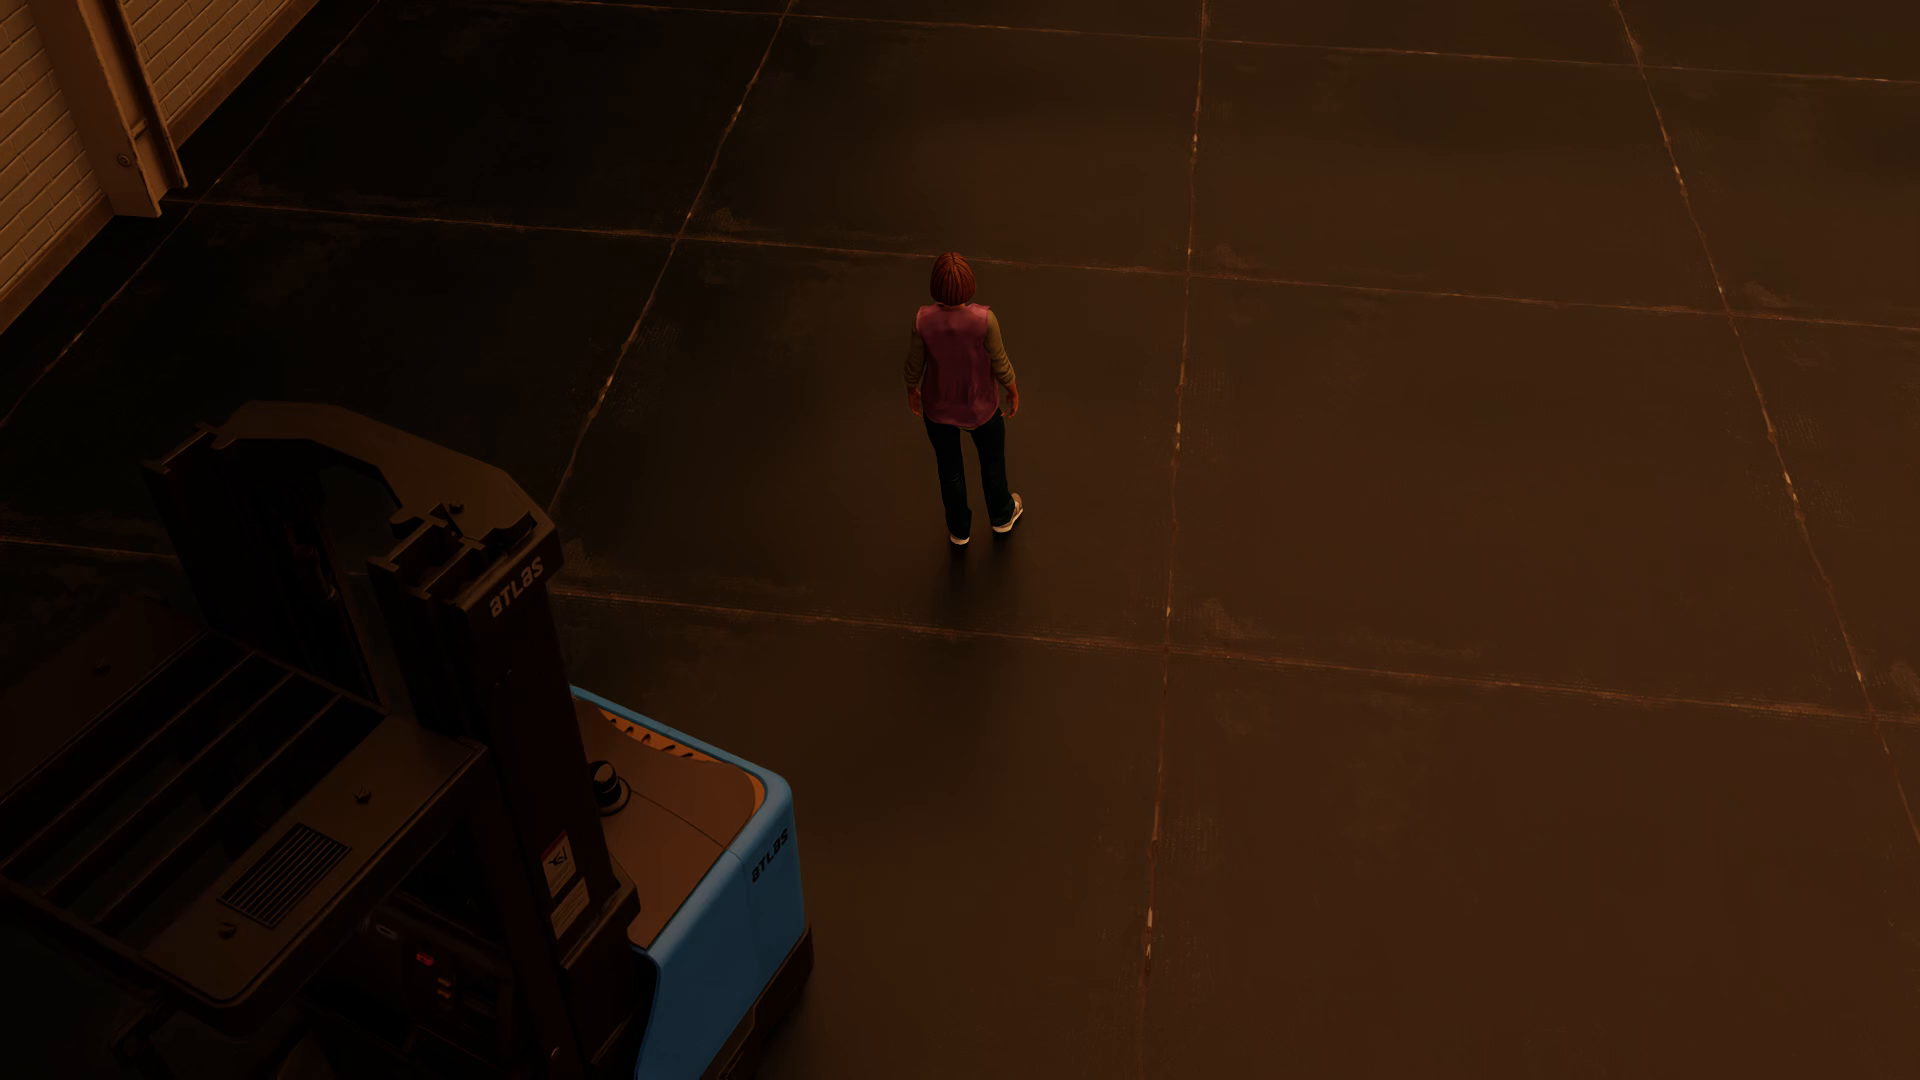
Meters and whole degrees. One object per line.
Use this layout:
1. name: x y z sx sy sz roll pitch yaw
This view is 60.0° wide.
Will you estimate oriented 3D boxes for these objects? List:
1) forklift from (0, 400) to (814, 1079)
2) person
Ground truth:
1. forklift: -1.674 1.226 4.390 1.130 2.935 3.031 20 46 20
2. person: 0.024 -0.642 7.399 0.520 1.599 0.473 5 43 6
